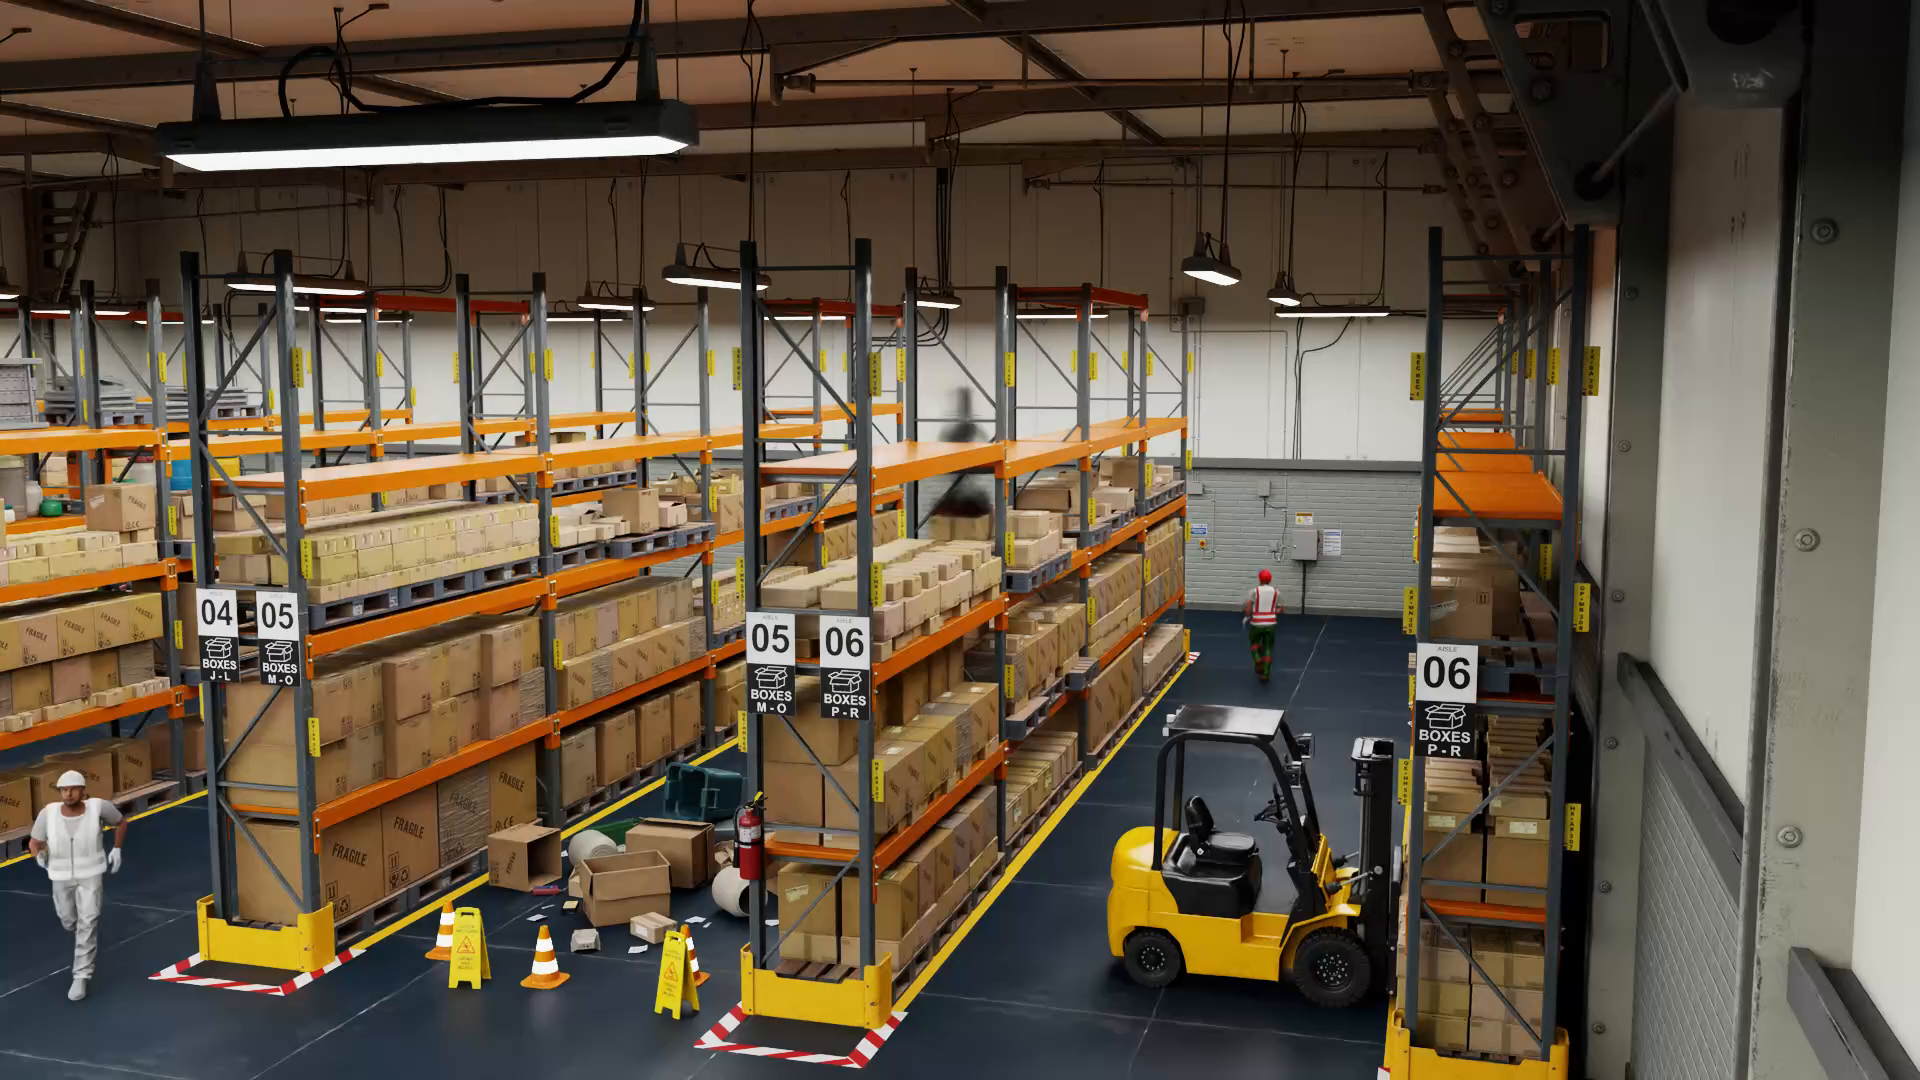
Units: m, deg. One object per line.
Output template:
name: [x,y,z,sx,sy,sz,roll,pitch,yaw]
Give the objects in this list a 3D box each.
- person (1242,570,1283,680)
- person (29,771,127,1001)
person: [4.816,1.329,26.543,0.661,1.735,0.642,0,6,0]
person: [-7.247,2.759,13.666,0.696,1.778,1.032,-2,7,-17]
